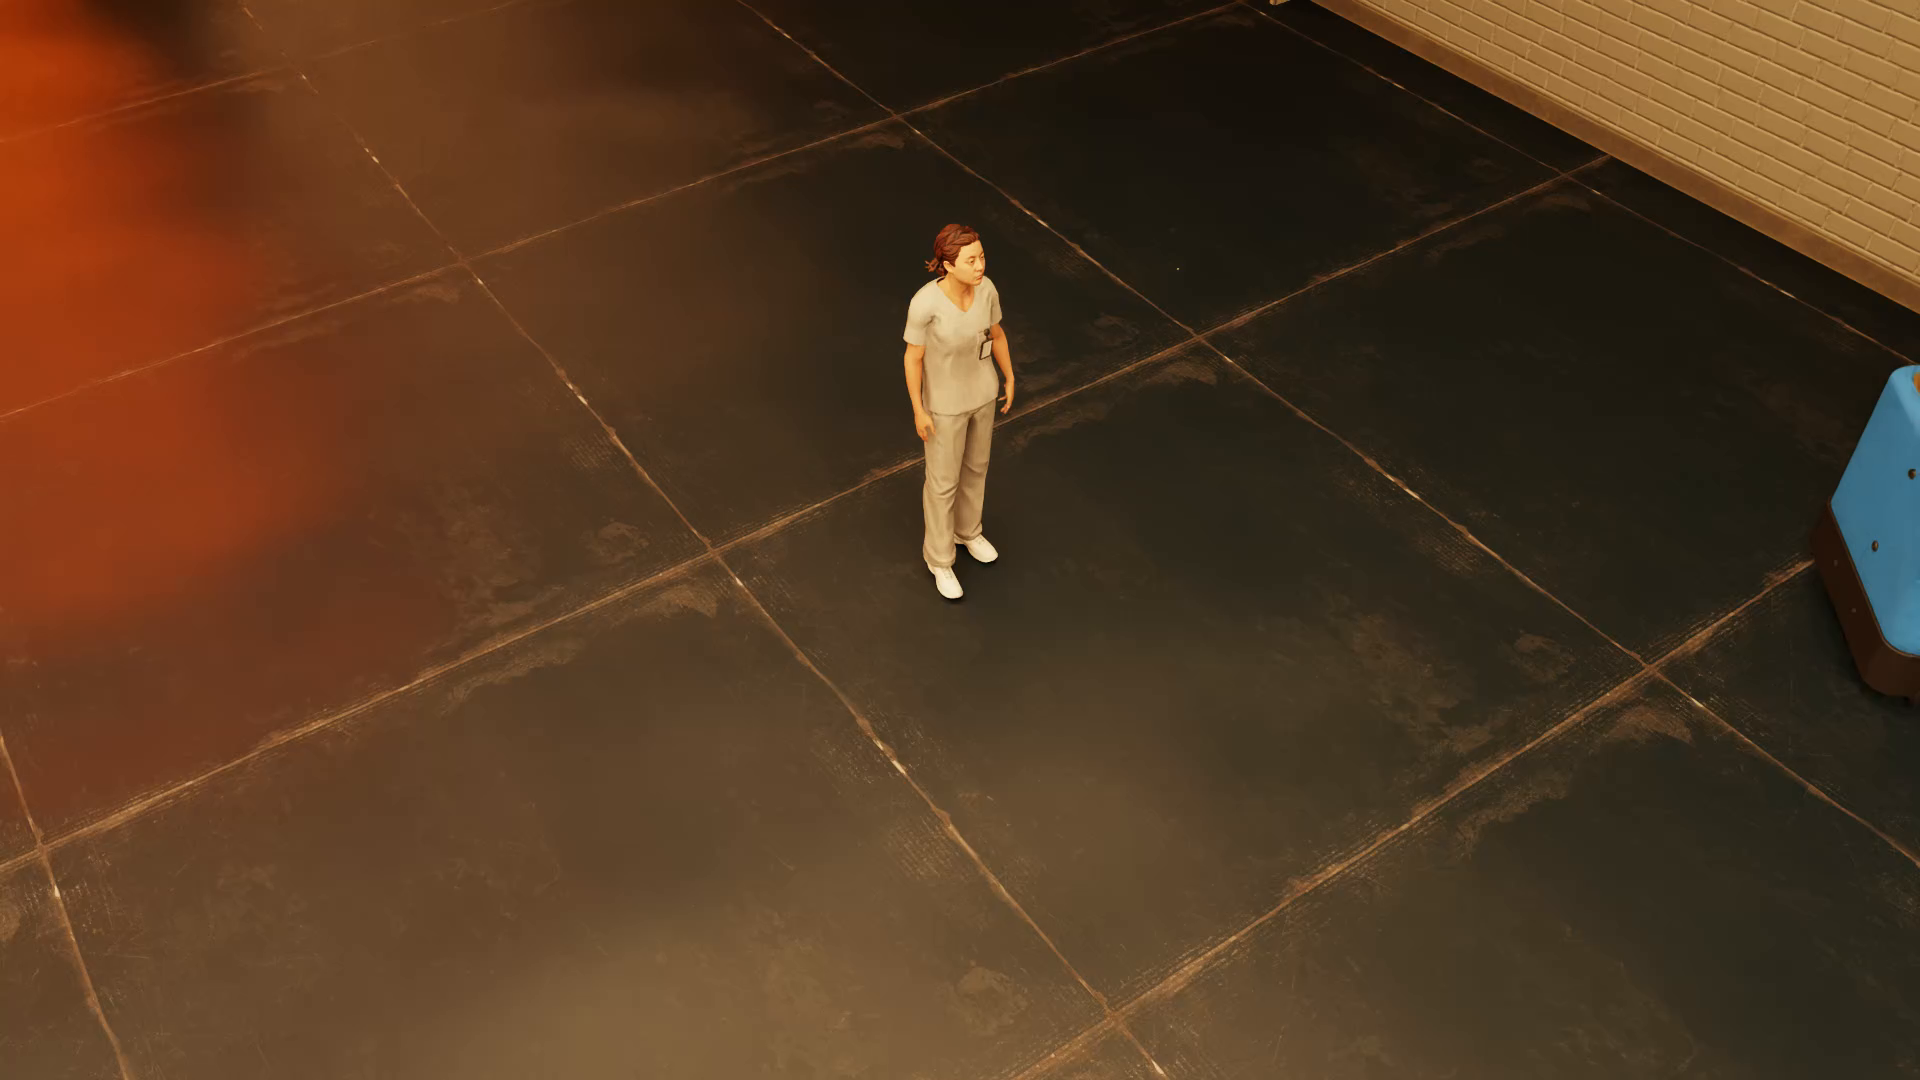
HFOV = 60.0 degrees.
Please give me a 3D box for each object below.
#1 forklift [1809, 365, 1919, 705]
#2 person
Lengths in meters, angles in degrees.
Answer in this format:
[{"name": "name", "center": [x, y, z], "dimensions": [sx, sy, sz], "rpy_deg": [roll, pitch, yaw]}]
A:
[{"name": "forklift", "center": [5.418, -0.607, 6.374], "dimensions": [3.031, 2.935, 1.130], "rpy_deg": [4, 43, 5]}, {"name": "person", "center": [0.031, -0.576, 7.255], "dimensions": [0.549, 1.675, 0.549], "rpy_deg": [-25, 48, -25]}]
